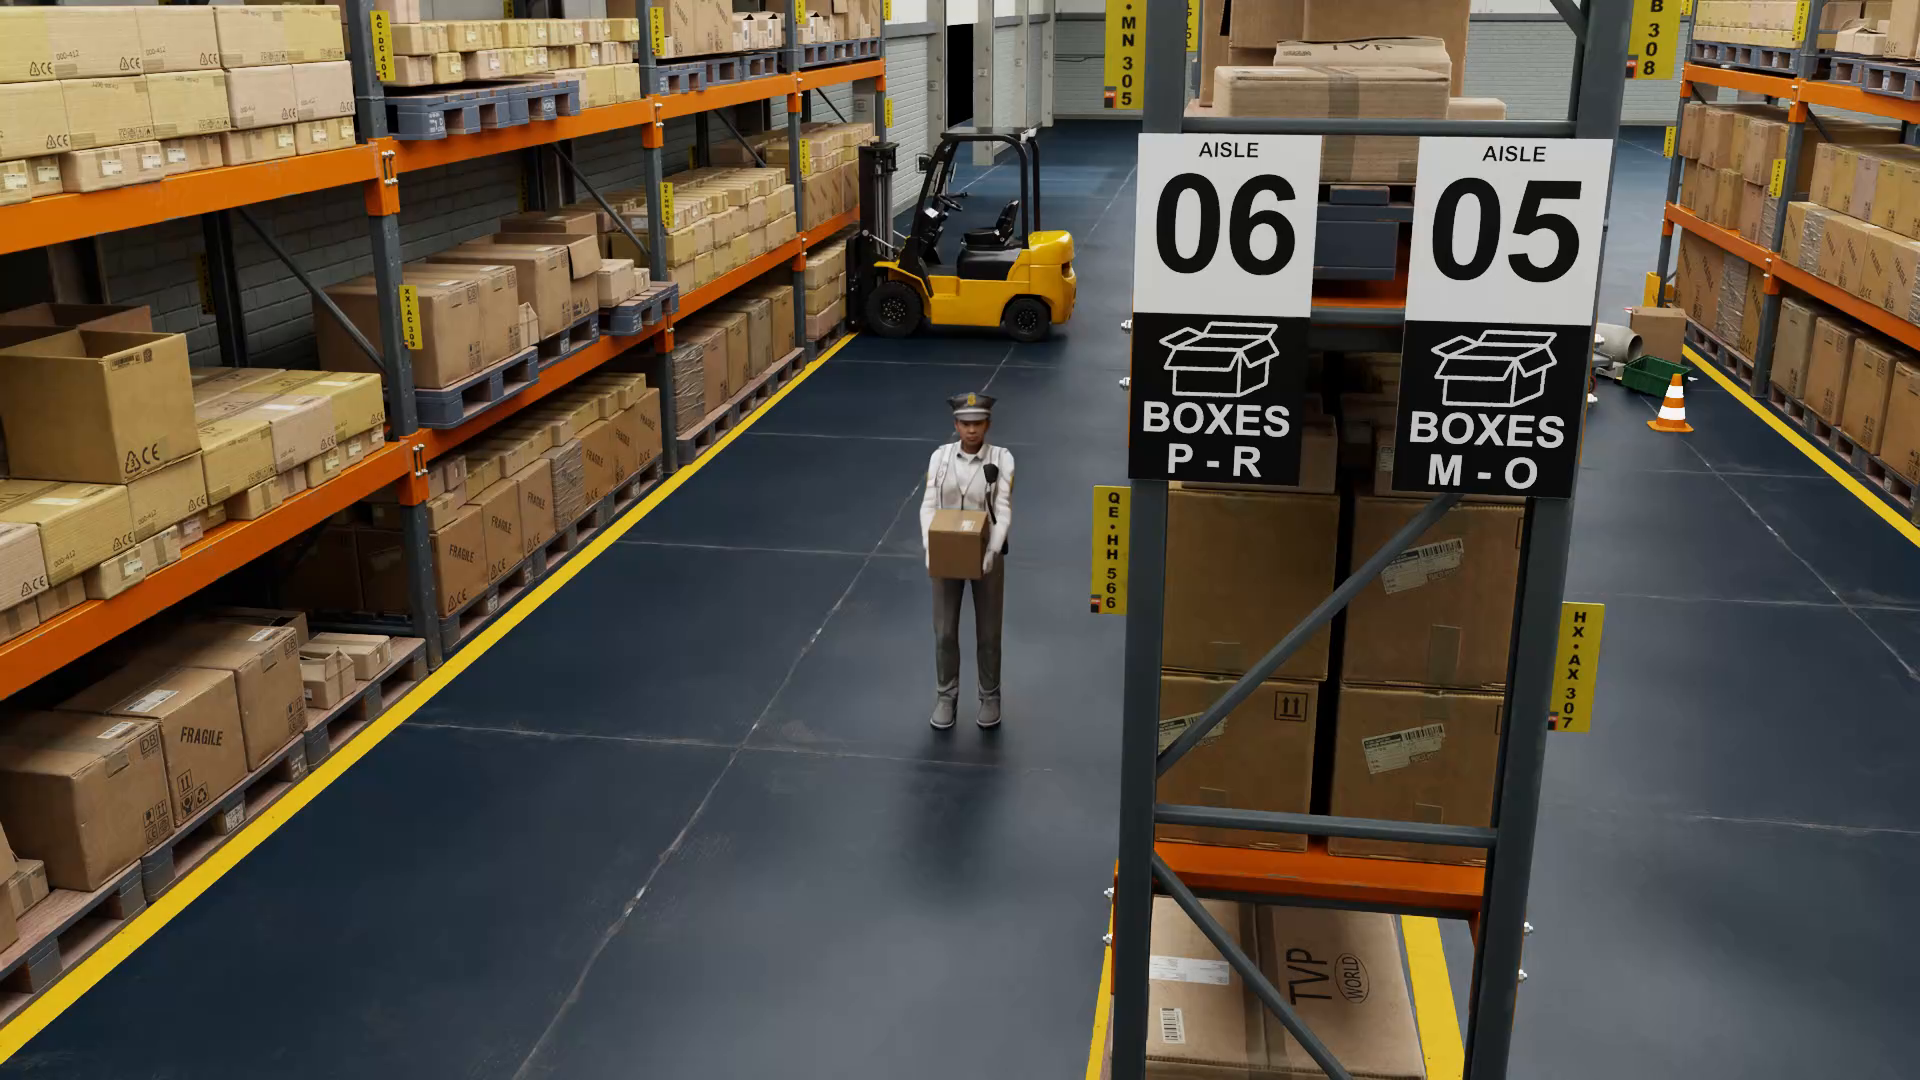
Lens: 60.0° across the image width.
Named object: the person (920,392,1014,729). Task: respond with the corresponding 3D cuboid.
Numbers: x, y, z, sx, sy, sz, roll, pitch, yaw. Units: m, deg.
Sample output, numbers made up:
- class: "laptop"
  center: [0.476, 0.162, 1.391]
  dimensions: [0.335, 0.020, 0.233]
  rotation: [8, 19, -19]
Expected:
- class: "person"
  center: [0.027, 0.112, 8.176]
  dimensions: [0.457, 1.690, 0.539]
  rotation: [3, 18, 9]
